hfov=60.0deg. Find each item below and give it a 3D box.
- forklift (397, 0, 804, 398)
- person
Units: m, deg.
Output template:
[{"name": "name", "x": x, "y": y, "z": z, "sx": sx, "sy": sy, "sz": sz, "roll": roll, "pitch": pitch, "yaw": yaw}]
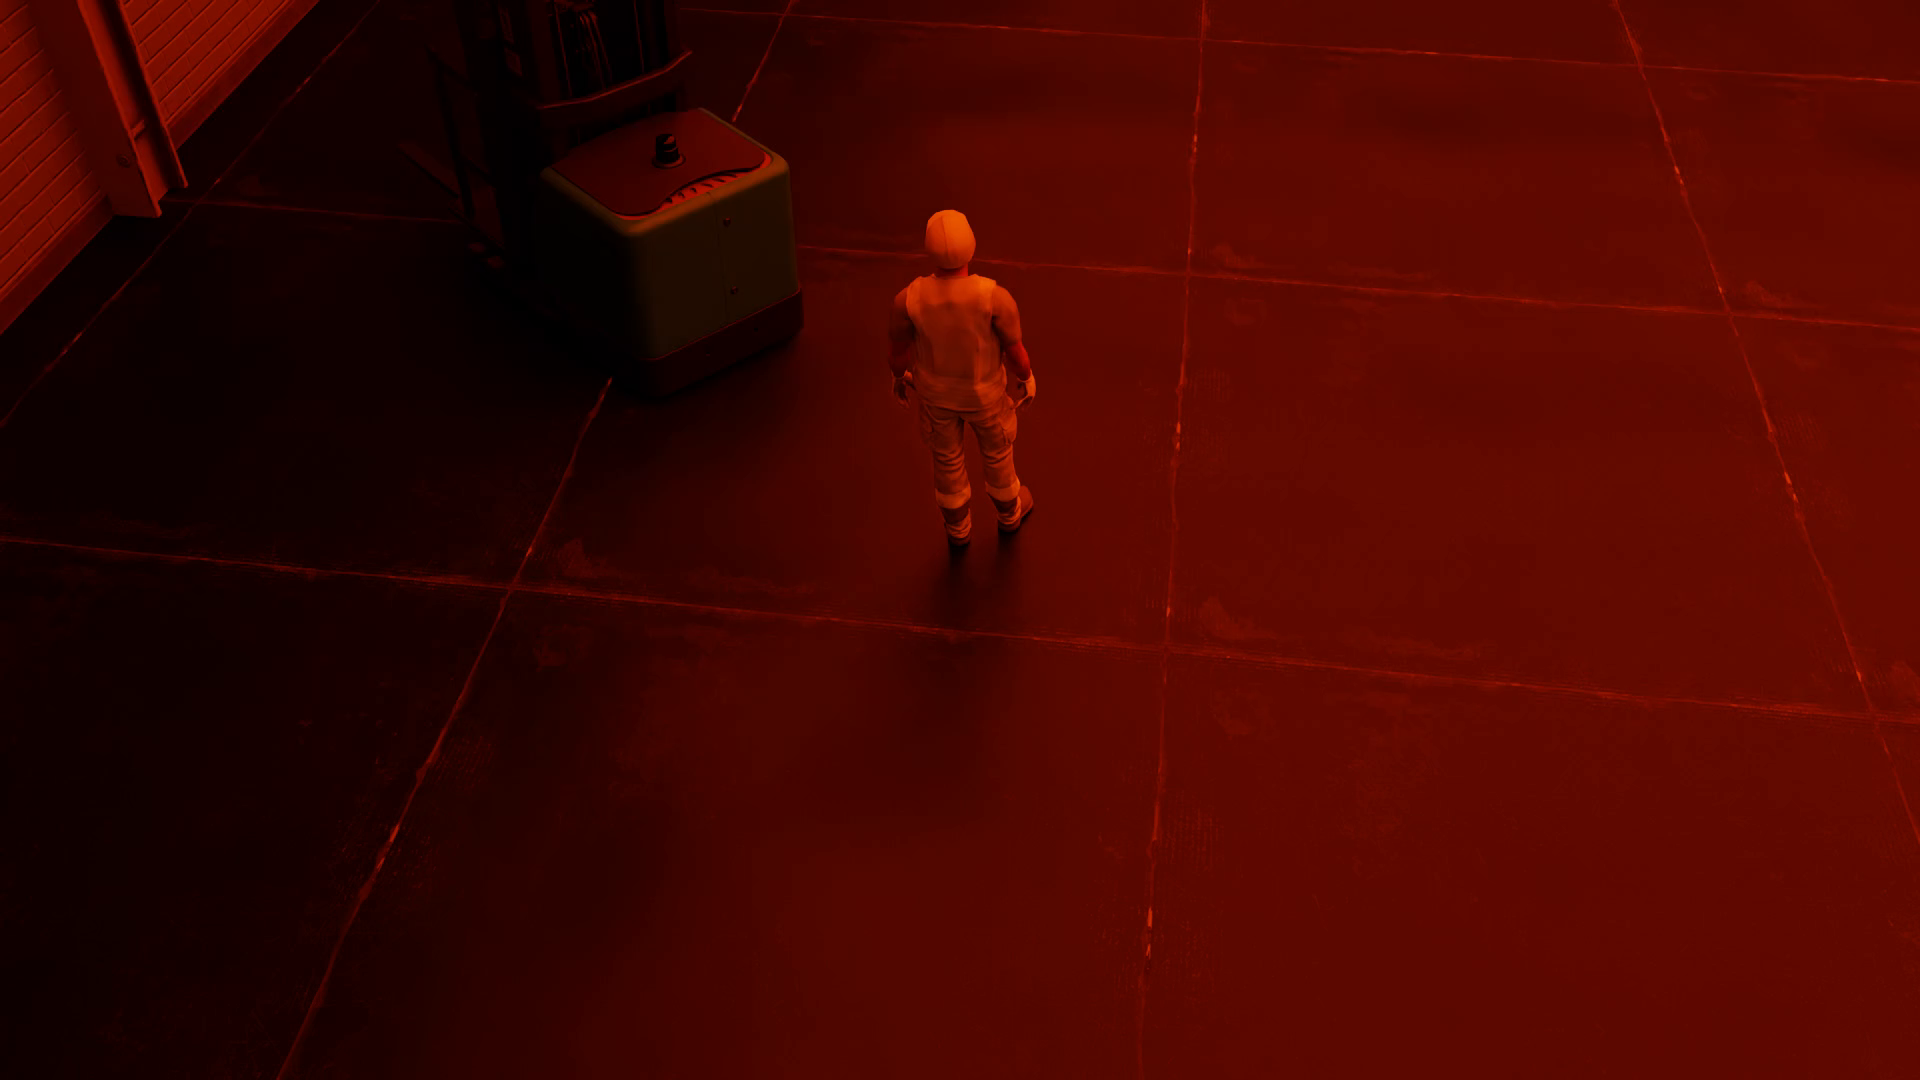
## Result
[{"name": "forklift", "x": -2.204, "y": -2.730, "z": 8.697, "sx": 1.130, "sy": 2.935, "sz": 3.031, "roll": -31, "pitch": 51, "yaw": -29}, {"name": "person", "x": 0.021, "y": -0.717, "z": 7.339, "sx": 0.638, "sy": 1.789, "sz": 0.562, "roll": 5, "pitch": 43, "yaw": 6}]
